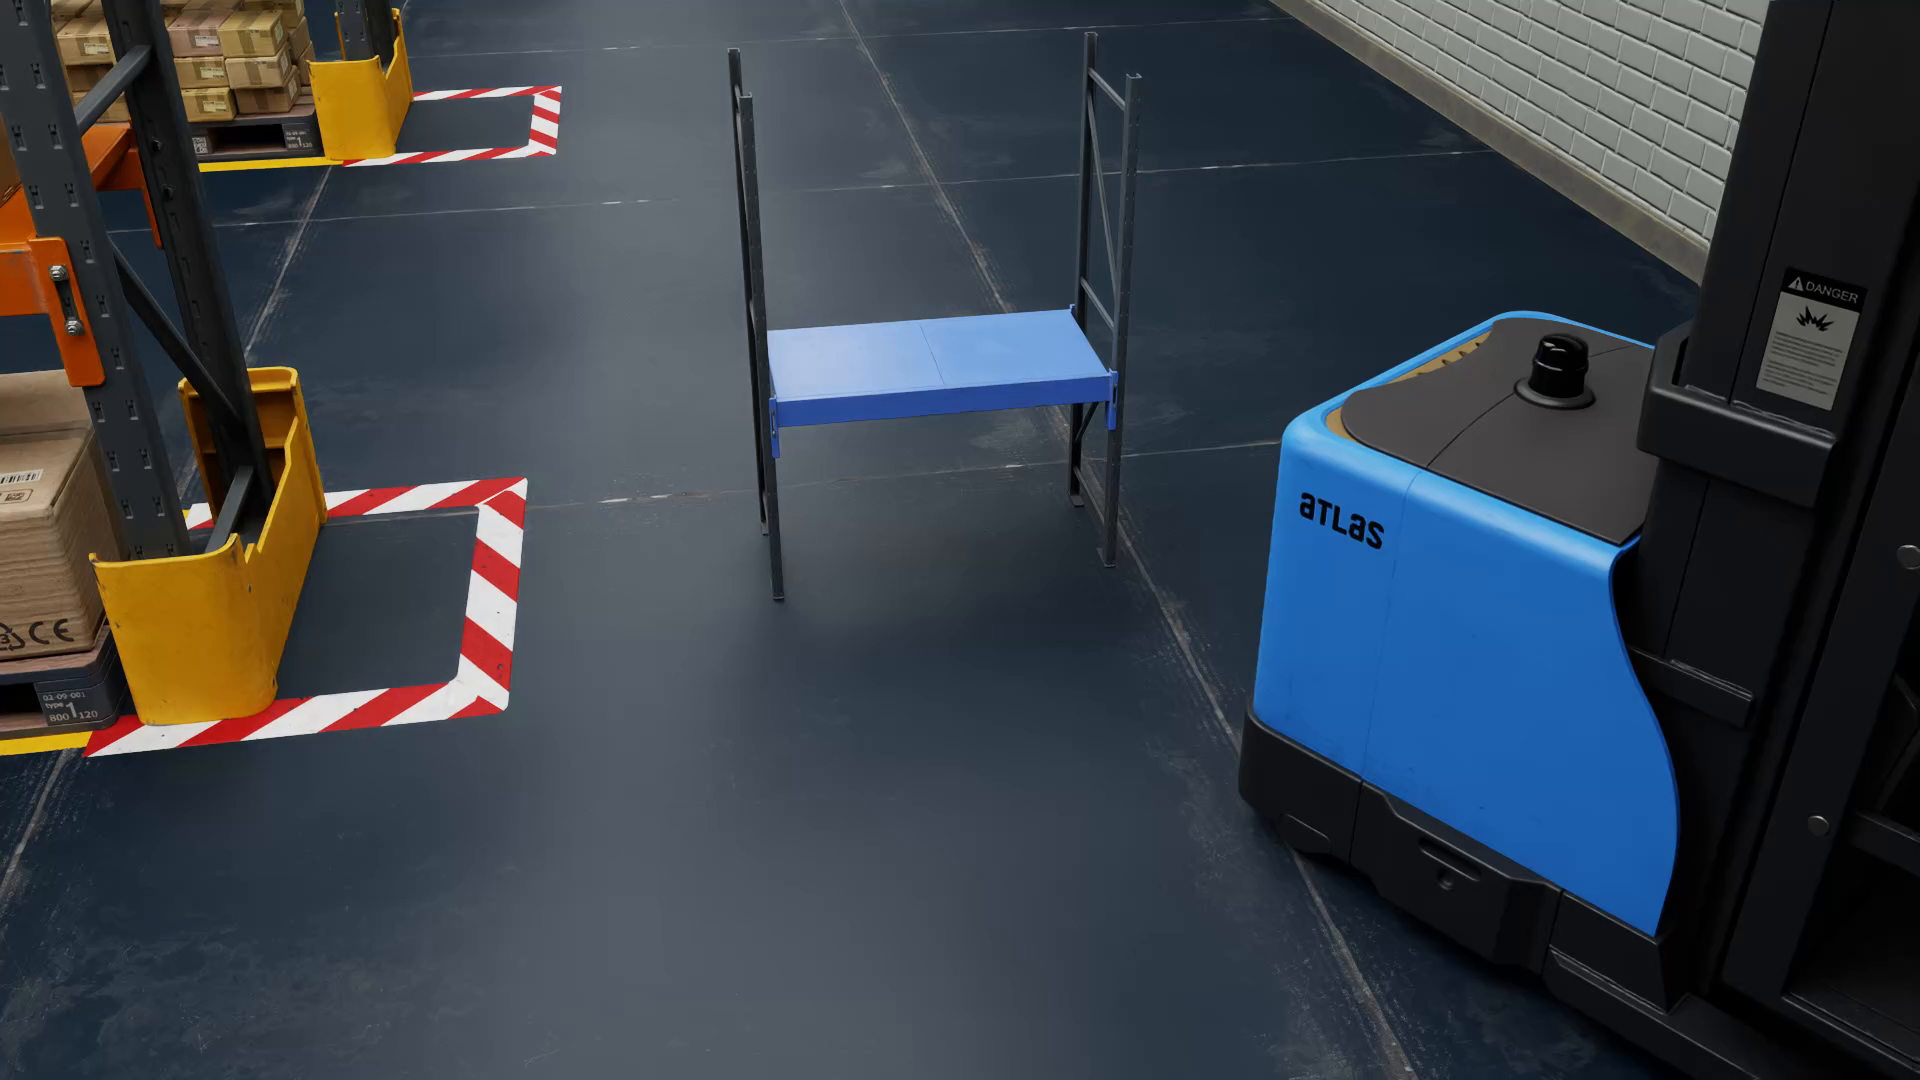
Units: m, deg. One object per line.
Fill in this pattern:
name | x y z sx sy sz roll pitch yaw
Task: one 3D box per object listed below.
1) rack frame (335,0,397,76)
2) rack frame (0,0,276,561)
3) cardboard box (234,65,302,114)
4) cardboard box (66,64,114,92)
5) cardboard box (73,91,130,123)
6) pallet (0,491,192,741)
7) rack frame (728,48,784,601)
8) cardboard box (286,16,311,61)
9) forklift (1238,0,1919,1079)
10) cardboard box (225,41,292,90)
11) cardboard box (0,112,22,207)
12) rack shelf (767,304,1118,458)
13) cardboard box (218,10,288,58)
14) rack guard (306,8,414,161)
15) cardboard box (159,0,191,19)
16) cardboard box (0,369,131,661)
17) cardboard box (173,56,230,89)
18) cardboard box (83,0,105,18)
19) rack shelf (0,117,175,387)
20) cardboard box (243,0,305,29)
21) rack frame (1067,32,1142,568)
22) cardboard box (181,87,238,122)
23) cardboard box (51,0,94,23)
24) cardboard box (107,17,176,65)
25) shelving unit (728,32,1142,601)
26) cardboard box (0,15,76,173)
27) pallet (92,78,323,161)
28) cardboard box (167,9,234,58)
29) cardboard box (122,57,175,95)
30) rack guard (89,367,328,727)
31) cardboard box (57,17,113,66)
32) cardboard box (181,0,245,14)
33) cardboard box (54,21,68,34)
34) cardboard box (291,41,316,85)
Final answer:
rack frame | -3.138 -3.557 8.340 0.127 3.000 1.000 -5 31 -9
rack frame | -2.147 -1.098 4.158 0.127 3.000 1.000 -5 31 -9
cardboard box | -3.618 -2.357 8.697 0.250 0.149 0.380 -5 31 -8
cardboard box | -4.399 -2.425 8.520 0.250 0.149 0.380 -6 31 -10
cardboard box | -4.369 -2.273 8.554 0.250 0.149 0.380 -5 31 -8
pallet | -2.919 0.216 4.674 1.213 0.211 1.003 -5 31 -9
rack frame | -0.584 -0.592 4.778 0.032 1.500 0.500 -5 31 -9
cardboard box | -3.700 -2.717 9.017 0.250 0.149 0.380 -4 31 -7
forklift | 2.058 -0.218 2.729 1.130 2.935 3.031 -26 39 -36
cardboard box | -3.606 -2.447 8.556 0.250 0.149 0.380 -6 31 -10
cardboard box | -2.574 -0.965 3.833 0.500 0.500 0.500 -5 31 -9
rack shelf | -0.084 -0.484 4.948 1.000 0.185 0.538 -5 31 -9
cardboard box | -3.613 -2.591 8.508 0.250 0.149 0.380 -5 31 -8
rack guard | -3.213 -2.472 8.961 0.348 0.500 1.175 -5 31 -9
cardboard box | -4.235 -2.843 8.936 0.250 0.149 0.380 -5 31 -9
cardboard box | -2.778 -0.064 4.514 0.875 0.438 0.875 -6 31 -11
cardboard box | -3.873 -2.450 8.562 0.250 0.149 0.380 -6 31 -10
cardboard box | -4.464 -2.779 8.828 0.250 0.149 0.380 -7 31 -11
rack shelf | -4.114 -0.605 4.030 4.000 0.370 1.077 -5 31 -9
cardboard box | -3.715 -2.887 9.012 0.250 0.149 0.380 -7 31 -11
rack frame | 0.416 -0.685 4.936 0.032 1.500 0.500 -5 31 -9
cardboard box | -3.853 -2.283 8.571 0.250 0.149 0.380 -4 31 -7
cardboard box | -4.739 -2.758 8.793 0.250 0.149 0.380 -4 31 -7
cardboard box | -4.102 -2.509 8.370 0.250 0.149 0.380 -6 31 -10
shelving unit | -0.084 -0.639 4.857 1.048 1.500 0.538 -5 31 -9
cardboard box | -2.671 -1.240 4.302 0.500 0.500 0.500 -6 31 -9
pallet | -4.018 -2.291 8.938 1.213 0.211 1.003 -5 31 -9
cardboard box | -3.871 -2.596 8.518 0.250 0.149 0.380 -5 31 -8
cardboard box | -4.117 -2.398 8.474 0.250 0.149 0.380 -7 31 -11
rack guard | -2.123 -0.023 4.795 0.348 0.500 1.175 -5 31 -9
cardboard box | -4.369 -2.517 8.383 0.250 0.149 0.380 -7 31 -11
cardboard box | -3.964 -2.802 8.867 0.250 0.149 0.380 -5 31 -8
cardboard box | -4.623 -2.465 8.294 0.250 0.149 0.380 -4 31 -7
cardboard box | -3.711 -2.621 9.146 0.250 0.149 0.380 -5 31 -8
